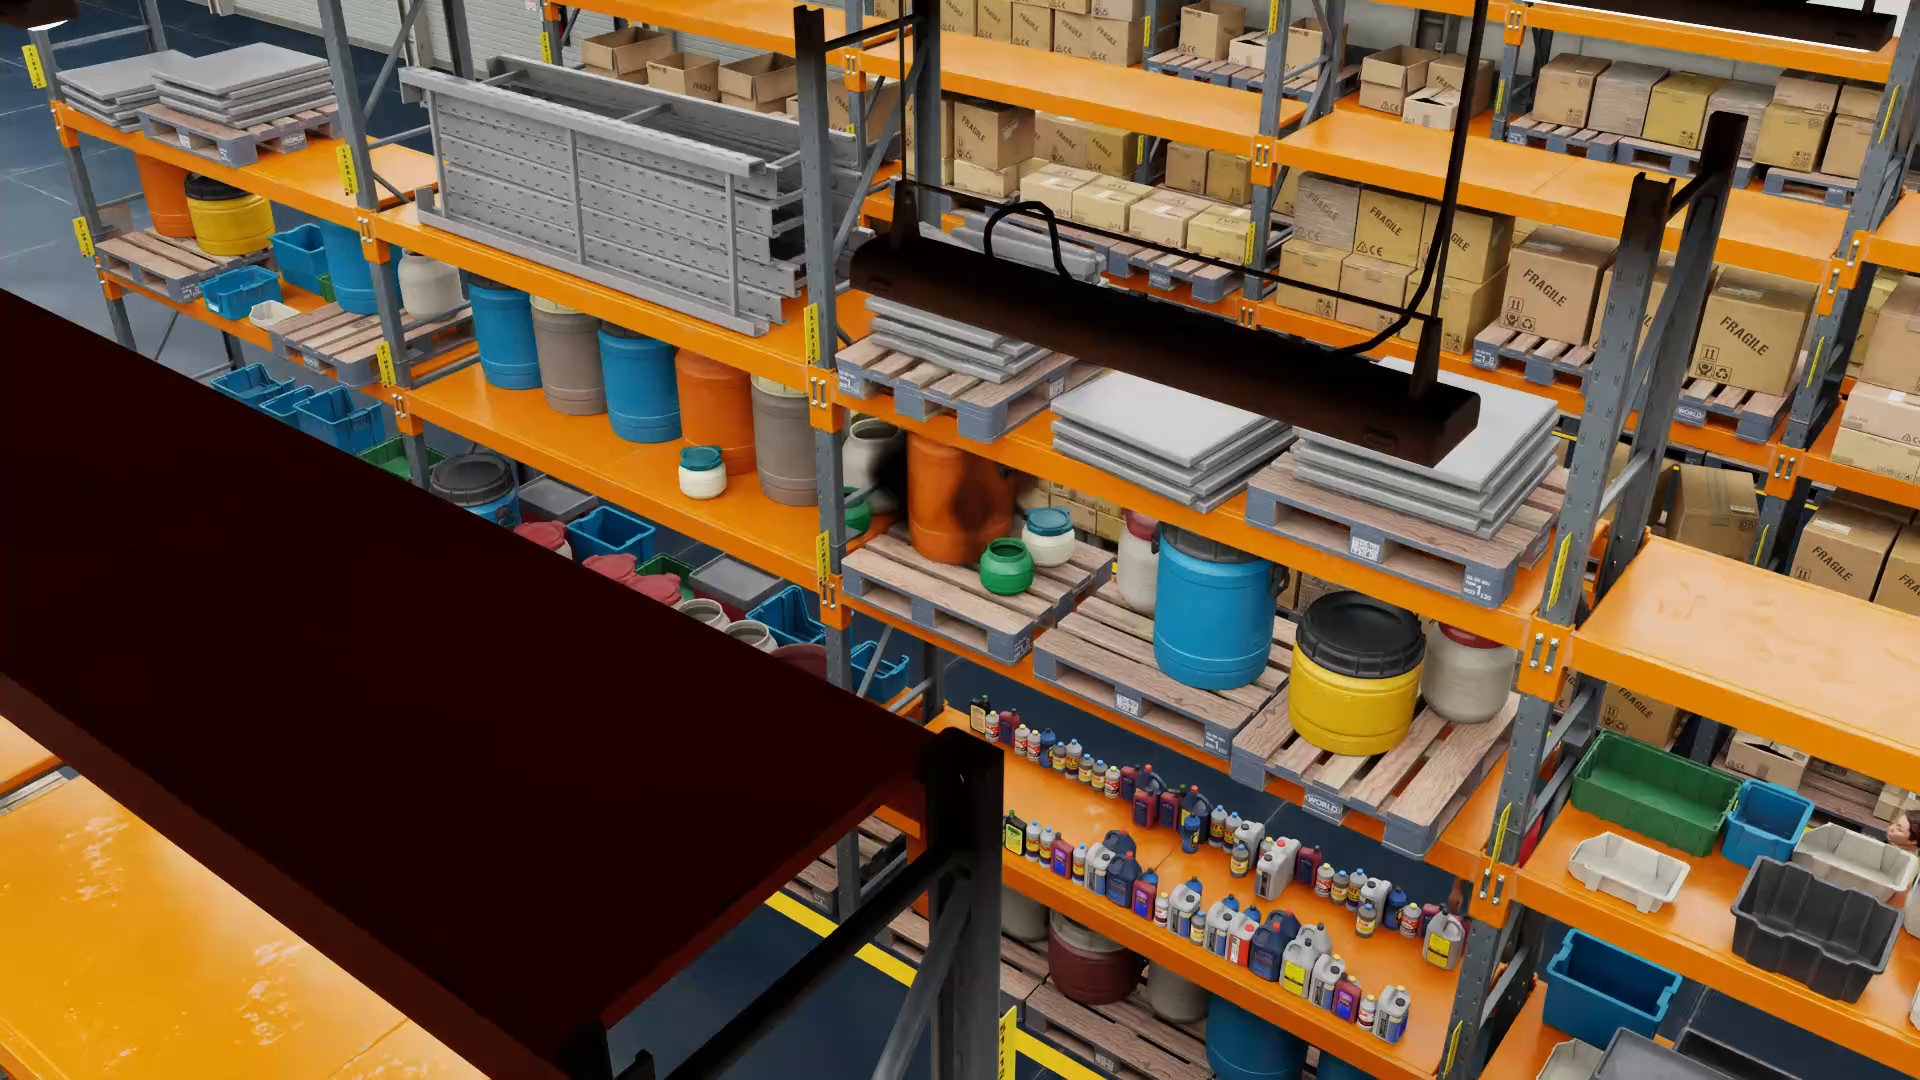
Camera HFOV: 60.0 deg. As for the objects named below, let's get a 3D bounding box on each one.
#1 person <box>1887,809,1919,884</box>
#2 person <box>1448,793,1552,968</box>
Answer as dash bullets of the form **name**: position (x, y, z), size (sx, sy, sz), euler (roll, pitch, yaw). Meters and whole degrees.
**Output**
- **person**: position (5.503, 2.266, 10.020), size (1.064, 1.619, 0.562), euler (19, 36, 28)
- **person**: position (3.287, 2.156, 10.055), size (0.615, 1.717, 0.428), euler (8, 32, 13)
